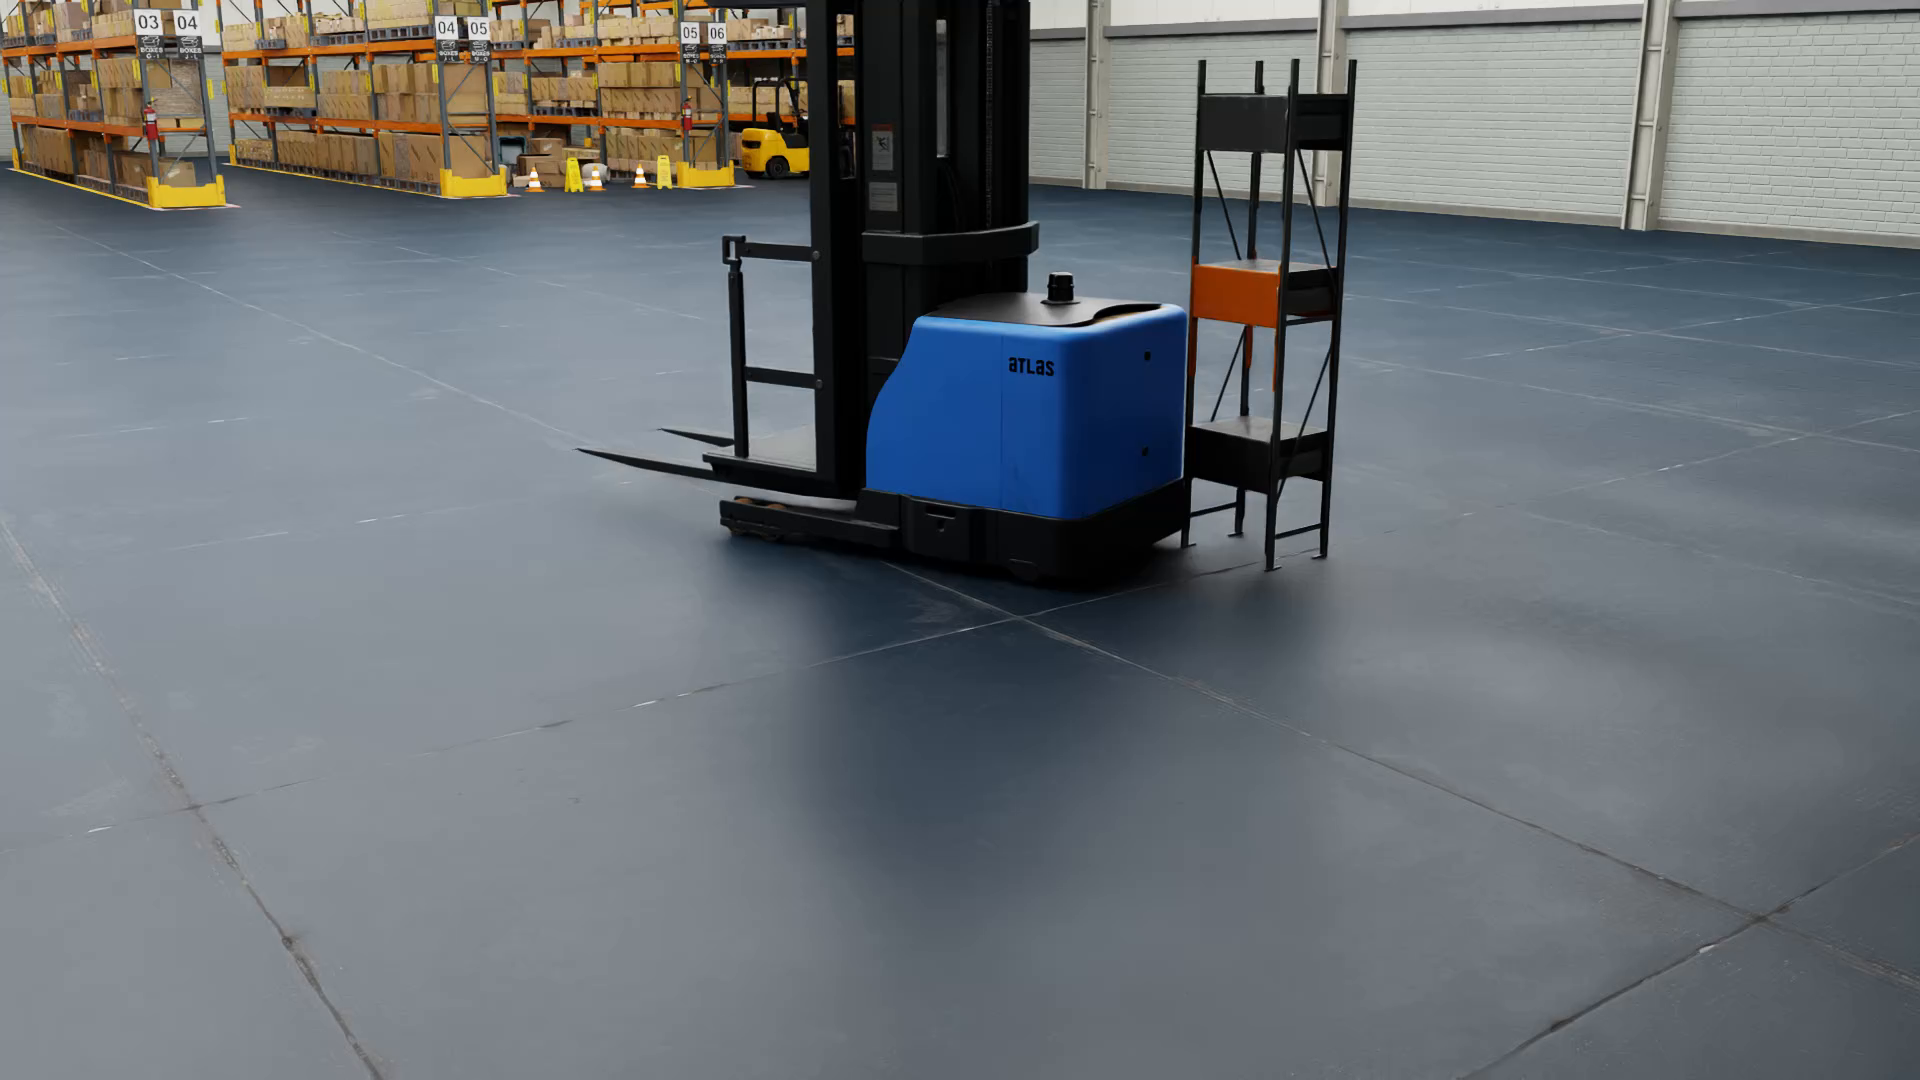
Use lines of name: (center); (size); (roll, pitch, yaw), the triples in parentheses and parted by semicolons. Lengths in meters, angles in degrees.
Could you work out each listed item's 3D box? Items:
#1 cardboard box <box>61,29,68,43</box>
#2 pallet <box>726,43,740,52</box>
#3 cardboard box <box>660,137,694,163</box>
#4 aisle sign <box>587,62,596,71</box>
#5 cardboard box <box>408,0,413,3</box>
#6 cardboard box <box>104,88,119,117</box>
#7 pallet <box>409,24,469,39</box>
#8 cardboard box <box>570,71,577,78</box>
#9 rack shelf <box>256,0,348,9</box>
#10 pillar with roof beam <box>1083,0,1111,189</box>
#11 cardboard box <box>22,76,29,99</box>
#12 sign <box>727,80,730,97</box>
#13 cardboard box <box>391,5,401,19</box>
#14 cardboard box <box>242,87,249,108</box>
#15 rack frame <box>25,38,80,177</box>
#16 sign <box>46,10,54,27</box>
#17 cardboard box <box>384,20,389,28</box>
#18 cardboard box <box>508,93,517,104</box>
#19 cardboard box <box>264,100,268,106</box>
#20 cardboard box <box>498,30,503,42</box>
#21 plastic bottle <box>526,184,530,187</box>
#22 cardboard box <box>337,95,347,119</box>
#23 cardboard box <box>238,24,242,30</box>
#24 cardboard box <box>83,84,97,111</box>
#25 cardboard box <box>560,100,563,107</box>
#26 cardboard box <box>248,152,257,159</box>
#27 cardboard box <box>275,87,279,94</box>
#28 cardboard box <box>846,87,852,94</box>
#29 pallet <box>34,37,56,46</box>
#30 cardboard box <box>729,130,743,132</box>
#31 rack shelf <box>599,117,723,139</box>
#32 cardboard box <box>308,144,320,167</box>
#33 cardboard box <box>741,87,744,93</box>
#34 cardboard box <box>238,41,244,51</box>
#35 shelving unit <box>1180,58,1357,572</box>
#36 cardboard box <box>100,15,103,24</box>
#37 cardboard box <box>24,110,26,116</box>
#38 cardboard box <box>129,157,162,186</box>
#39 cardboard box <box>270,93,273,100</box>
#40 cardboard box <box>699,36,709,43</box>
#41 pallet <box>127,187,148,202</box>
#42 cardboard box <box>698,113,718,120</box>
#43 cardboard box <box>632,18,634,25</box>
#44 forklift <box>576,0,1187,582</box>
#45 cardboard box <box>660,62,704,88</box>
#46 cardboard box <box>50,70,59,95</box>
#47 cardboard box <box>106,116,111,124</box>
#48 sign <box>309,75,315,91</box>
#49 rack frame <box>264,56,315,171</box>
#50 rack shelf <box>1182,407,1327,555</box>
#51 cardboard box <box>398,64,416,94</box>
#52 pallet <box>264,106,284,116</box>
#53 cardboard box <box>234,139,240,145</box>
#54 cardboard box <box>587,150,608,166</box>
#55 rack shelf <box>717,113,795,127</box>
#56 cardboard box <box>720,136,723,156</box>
cardboard box: (-17.511, -9.989, 32.992); (0.500, 0.250, 0.500); (-10, 18, -33)
pallet: (-5.383, -12.398, 41.868); (1.213, 0.211, 1.003); (-10, 18, -32)
cardboard box: (-5.845, -8.063, 34.345); (0.500, 0.500, 0.500); (-11, 19, -34)
aisle sign: (-10.836, -14.105, 48.503); (0.394, 0.787, 0.004); (-11, 19, -35)
cardboard box: (-10.030, -10.048, 30.903); (0.380, 0.149, 0.250); (-10, 18, -34)
cardboard box: (-15.051, -7.984, 30.311); (0.875, 0.500, 0.500); (-11, 19, -35)
pallet: (-9.553, -9.465, 30.961); (1.003, 0.211, 1.213); (-11, 19, -35)
cardboard box: (-8.565, -10.519, 37.549); (0.380, 0.149, 0.250); (-12, 19, -37)
rack shelf: (-14.988, -12.393, 37.930); (1.077, 0.370, 4.000); (-11, 19, -35)
pillar with roof beam: (-0.785, -10.698, 29.617); (9.100, 9.000, 0.400); (-11, 19, -35)
cardboard box: (-21.013, -10.315, 37.883); (0.500, 0.500, 0.500); (-11, 19, -34)
sign: (-4.725, -9.196, 33.852); (0.100, 0.325, 0.005); (-11, 19, -35)
cardboard box: (-10.506, -10.056, 31.689); (0.500, 0.250, 0.500); (-11, 19, -34)
cardboard box: (-17.557, -11.049, 41.510); (0.500, 0.500, 0.500); (-11, 19, -36)
rack frame: (-20.235, -9.718, 37.401); (1.000, 3.000, 0.127); (-11, 19, -35)
sign: (-18.337, -10.514, 33.497); (0.100, 0.325, 0.005); (-11, 19, -35)
cardboard box: (-10.921, -9.987, 32.192); (0.380, 0.149, 0.250); (-11, 19, -35)
cardboard box: (-10.662, -10.744, 40.486); (0.500, 0.250, 0.500); (-11, 19, -36)
cardboard box: (-16.304, -10.392, 39.545); (0.380, 0.149, 0.250); (-12, 19, -37)
cardboard box: (-10.960, -12.227, 40.343); (0.396, 0.266, 0.258); (-11, 19, -36)
plastic bottle: (-8.681, -7.167, 33.647); (0.283, 0.061, 0.133); (10, 18, 33)
cardboard box: (-12.878, -9.200, 35.319); (0.500, 0.500, 0.500); (-11, 19, -35)
cardboard box: (-17.516, -12.622, 40.910); (0.380, 0.149, 0.250); (-11, 19, -35)
cardboard box: (-16.625, -8.618, 32.390); (0.797, 0.503, 0.637); (-9, 18, -29)
cardboard box: (-9.016, -10.099, 38.471); (0.380, 0.149, 0.250); (-10, 18, -32)
cardboard box: (-17.730, -9.713, 41.988); (0.380, 0.149, 0.250); (-12, 19, -37)
cardboard box: (-15.691, -10.457, 38.655); (0.380, 0.149, 0.250); (-11, 19, -35)
cardboard box: (-2.355, -10.127, 37.476); (0.380, 0.149, 0.250); (-11, 19, -34)
pallet: (-19.656, -10.885, 36.343); (0.805, 0.209, 1.217); (-12, 19, -37)
cardboard box: (-5.909, -10.643, 43.491); (0.380, 0.149, 0.250); (-10, 18, -32)
rack shelf: (-6.339, -8.774, 35.314); (1.077, 0.370, 4.000); (-11, 19, -35)
cardboard box: (-14.410, -8.709, 37.654); (0.500, 0.500, 0.500); (-11, 19, -35)
cardboard box: (-5.239, -11.210, 41.434); (0.380, 0.149, 0.250); (-11, 19, -34)
cardboard box: (-17.544, -12.227, 41.168); (0.500, 0.250, 0.500); (-11, 19, -35)
shelving unit: (1.301, -0.959, 7.103); (0.431, 2.100, 0.503); (-13, 20, -38)
cardboard box: (-15.235, -9.352, 29.909); (0.380, 0.149, 0.250); (-11, 19, -34)
cardboard box: (-21.435, -9.886, 38.489); (0.380, 0.149, 0.250); (-11, 19, -35)
cardboard box: (-14.986, -6.794, 30.657); (0.500, 0.500, 0.500); (-5, 16, -17)
cardboard box: (-15.998, -10.426, 39.103); (0.380, 0.149, 0.250); (-10, 18, -33)
cardboard box: (-5.096, -10.141, 33.739); (0.380, 0.149, 0.250); (-11, 19, -34)
pallet: (-14.386, -6.266, 30.071); (1.003, 0.211, 1.213); (-11, 19, -35)
cardboard box: (-5.196, -8.677, 34.074); (0.380, 0.149, 0.250); (-11, 19, -34)
cardboard box: (-6.613, -10.821, 34.715); (0.380, 0.149, 0.250); (-10, 18, -33)
forklift: (-0.502, -1.517, 7.567); (3.031, 2.935, 1.130); (10, 18, 32)
cardboard box: (-5.640, -9.443, 33.749); (0.700, 0.500, 0.500); (-11, 19, -36)
cardboard box: (-19.081, -9.837, 35.744); (0.797, 0.503, 0.637); (-10, 18, -33)
cardboard box: (-15.512, -7.741, 30.652); (0.380, 0.149, 0.250); (-11, 19, -35)
sign: (-14.245, -10.046, 36.557); (0.100, 0.325, 0.005); (-11, 19, -35)
rack frame: (-16.164, -10.466, 40.135); (1.000, 3.000, 0.127); (-11, 19, -35)
rack shelf: (1.301, -0.271, 7.292); (0.431, 0.518, 0.480); (-13, 20, -38)
cardboard box: (-10.329, -8.919, 32.152); (0.875, 0.550, 0.500); (-11, 19, -35)
pallet: (-15.832, -10.188, 39.482); (1.003, 0.211, 1.213); (-11, 19, -35)
cardboard box: (-18.482, -10.270, 42.897); (0.380, 0.149, 0.250); (-12, 19, -37)
cardboard box: (-7.826, -8.595, 37.479); (0.950, 0.372, 0.625); (-11, 19, -34)
rack shelf: (-4.678, -10.399, 41.253); (1.077, 0.370, 4.000); (-11, 19, -35)
cardboard box: (-6.277, -10.227, 43.201); (0.500, 0.500, 0.500); (-10, 18, -33)
